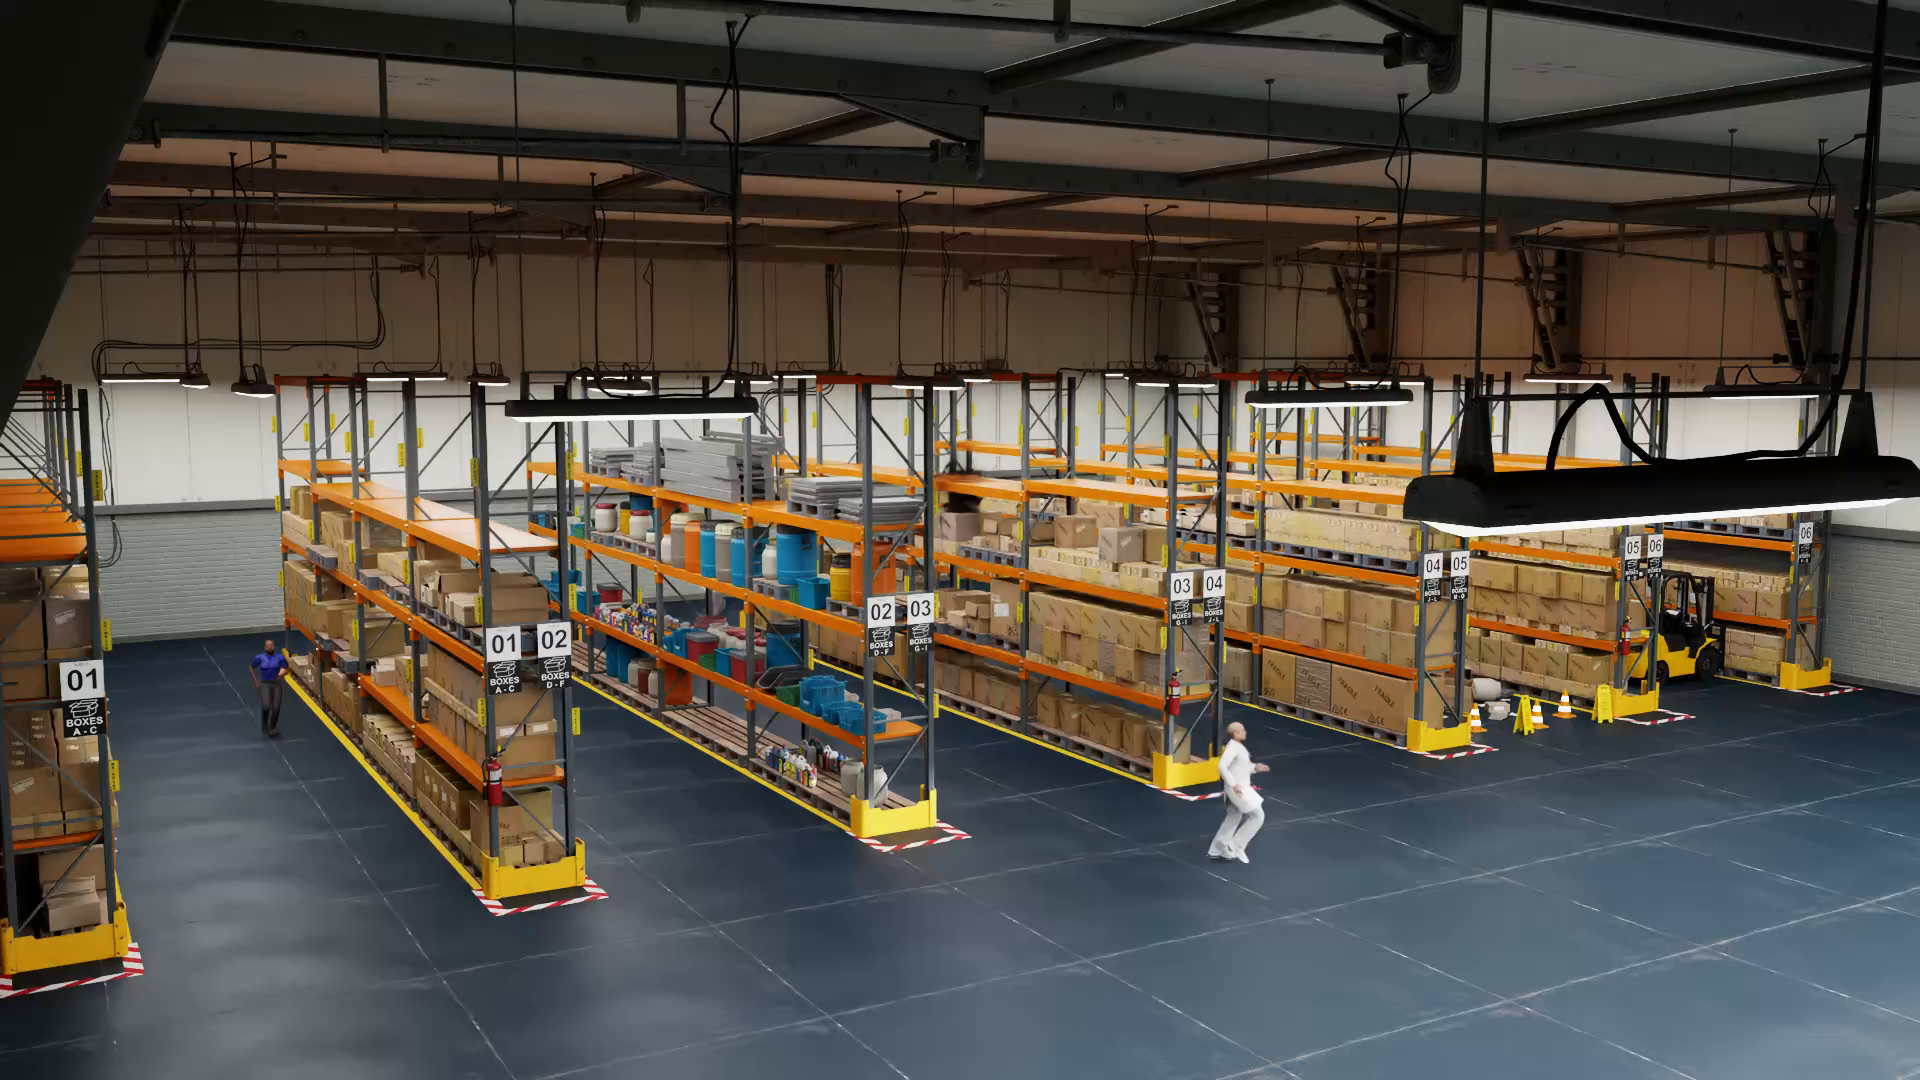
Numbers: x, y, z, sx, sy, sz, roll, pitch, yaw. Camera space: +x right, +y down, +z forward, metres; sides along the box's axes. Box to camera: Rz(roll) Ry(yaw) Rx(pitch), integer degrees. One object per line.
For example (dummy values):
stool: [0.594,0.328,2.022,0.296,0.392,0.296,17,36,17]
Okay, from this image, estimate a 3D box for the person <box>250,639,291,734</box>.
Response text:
person: [-11.527,2.470,27.844,0.628,1.621,0.536,-3,7,-26]

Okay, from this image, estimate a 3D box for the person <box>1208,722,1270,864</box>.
person: [3.524,3.168,20.899,0.735,1.776,0.685,0,6,0]

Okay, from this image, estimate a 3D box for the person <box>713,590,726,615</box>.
person: [-5.712,1.178,39.142,0.610,1.743,0.646,-2,7,-21]
